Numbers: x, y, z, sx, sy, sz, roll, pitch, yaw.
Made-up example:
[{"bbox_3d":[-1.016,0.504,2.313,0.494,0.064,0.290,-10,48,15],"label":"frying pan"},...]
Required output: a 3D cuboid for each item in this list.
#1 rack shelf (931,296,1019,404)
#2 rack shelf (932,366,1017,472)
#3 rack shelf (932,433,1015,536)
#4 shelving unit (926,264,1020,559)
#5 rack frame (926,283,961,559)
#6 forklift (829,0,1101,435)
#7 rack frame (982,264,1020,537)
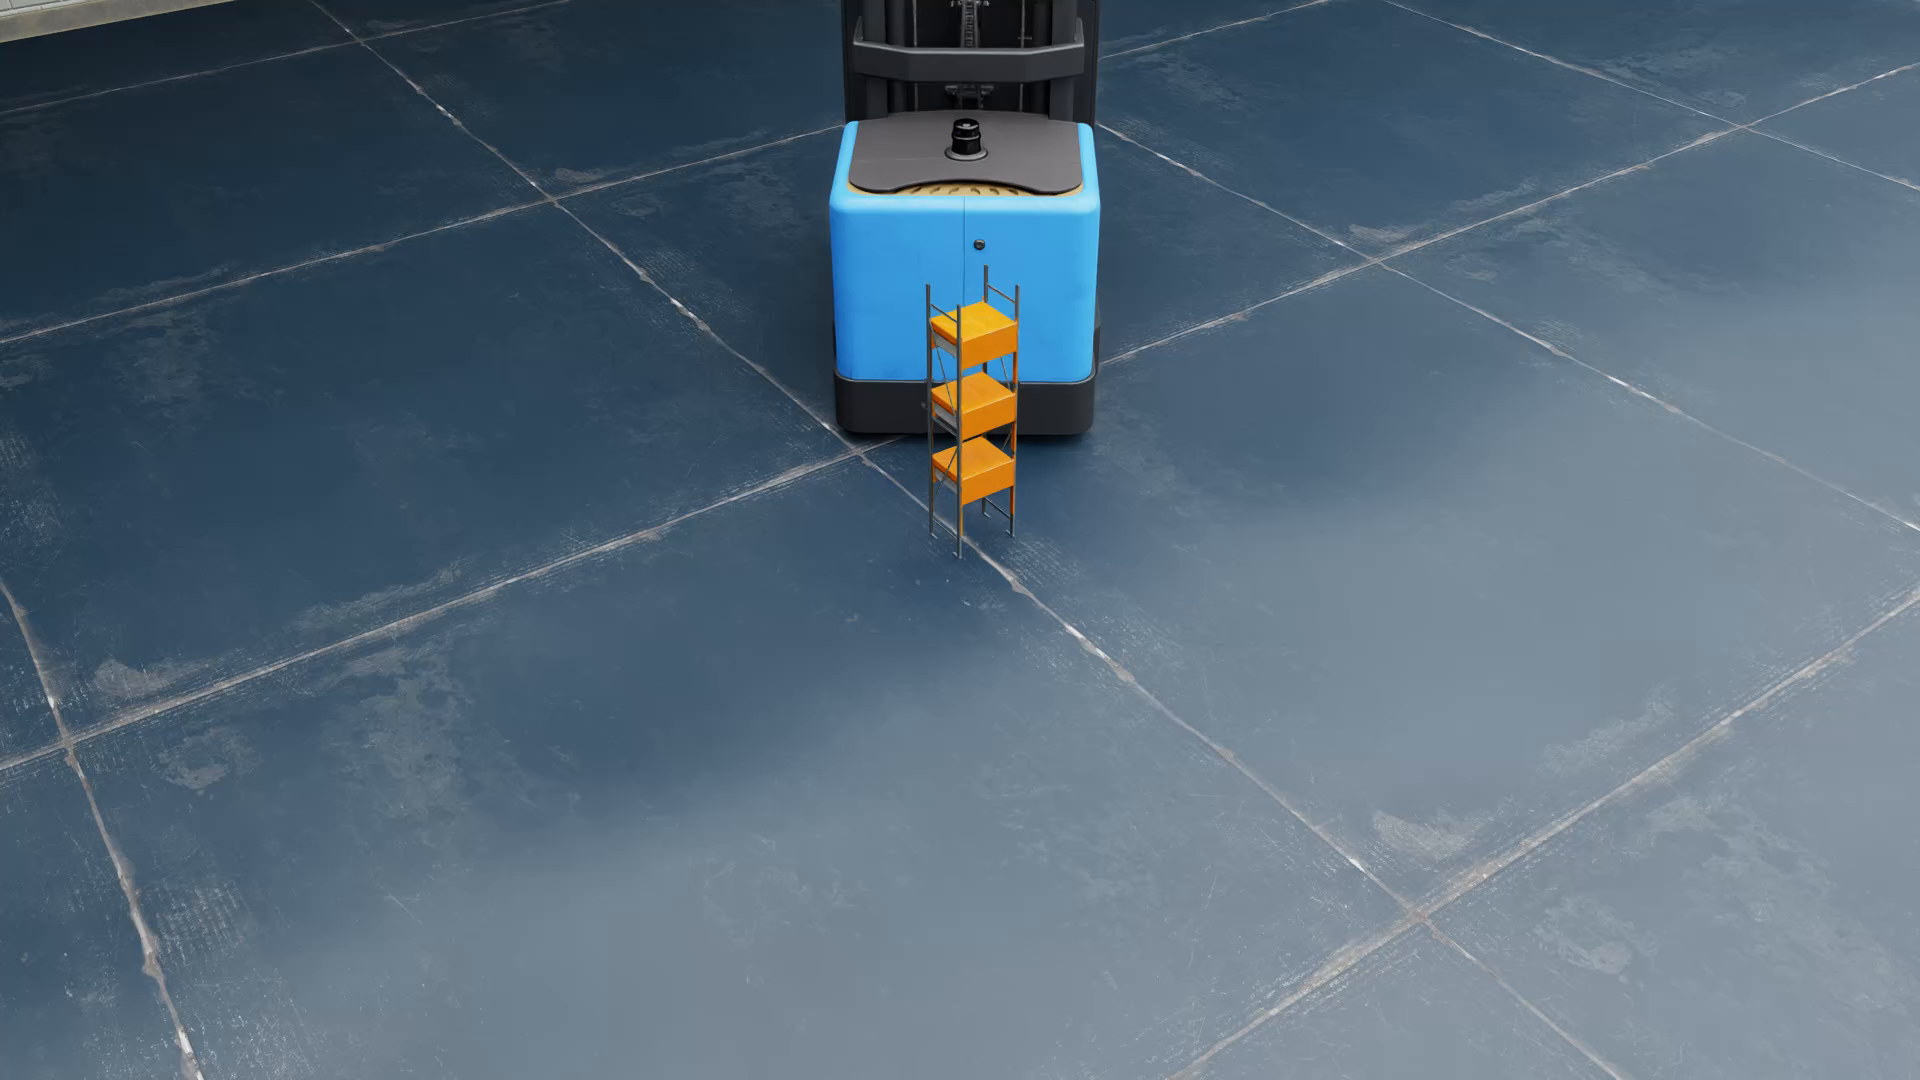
[{"bbox_3d":[0.044,-0.666,5.809,0.240,0.259,0.215,-22,41,-28],"label":"rack shelf"},{"bbox_3d":[0.044,-0.436,5.975,0.240,0.259,0.215,-22,41,-28],"label":"rack shelf"},{"bbox_3d":[0.044,-0.210,6.137,0.240,0.259,0.215,-22,41,-28],"label":"rack shelf"},{"bbox_3d":[0.044,-0.444,5.968,0.252,1.050,0.215,-22,41,-28],"label":"shelving unit"},{"bbox_3d":[-0.056,-0.403,5.911,0.008,1.050,0.200,-22,41,-28],"label":"rack frame"},{"bbox_3d":[0.050,-2.443,7.137,1.130,2.935,3.031,1,36,1],"label":"forklift"},{"bbox_3d":[0.143,-0.485,6.026,0.008,1.050,0.200,-22,41,-28],"label":"rack frame"}]
